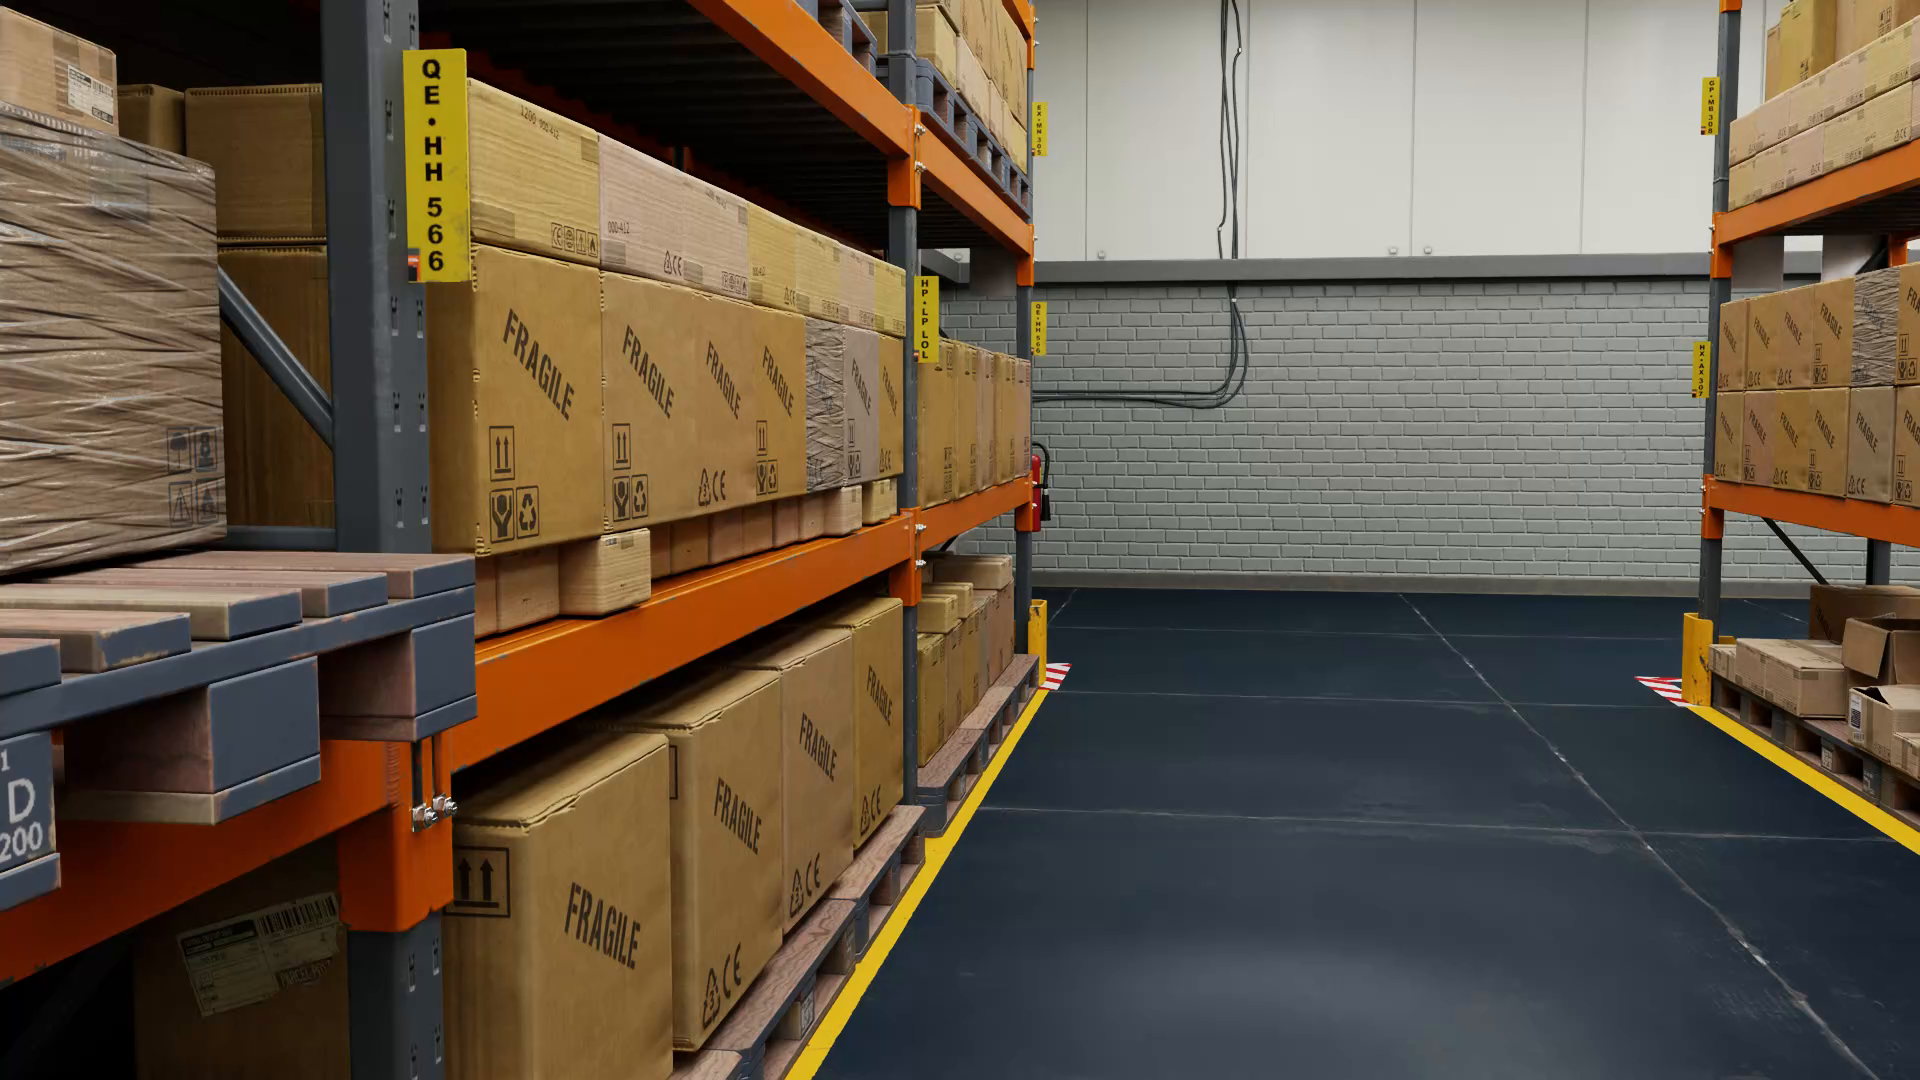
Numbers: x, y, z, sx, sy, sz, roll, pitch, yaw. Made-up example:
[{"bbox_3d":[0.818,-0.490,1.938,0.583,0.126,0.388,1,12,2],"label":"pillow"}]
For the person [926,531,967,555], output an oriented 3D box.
[{"bbox_3d":[-0.210,-0.111,11.928,0.556,1.767,0.494,1,4,10],"label":"person"}]
